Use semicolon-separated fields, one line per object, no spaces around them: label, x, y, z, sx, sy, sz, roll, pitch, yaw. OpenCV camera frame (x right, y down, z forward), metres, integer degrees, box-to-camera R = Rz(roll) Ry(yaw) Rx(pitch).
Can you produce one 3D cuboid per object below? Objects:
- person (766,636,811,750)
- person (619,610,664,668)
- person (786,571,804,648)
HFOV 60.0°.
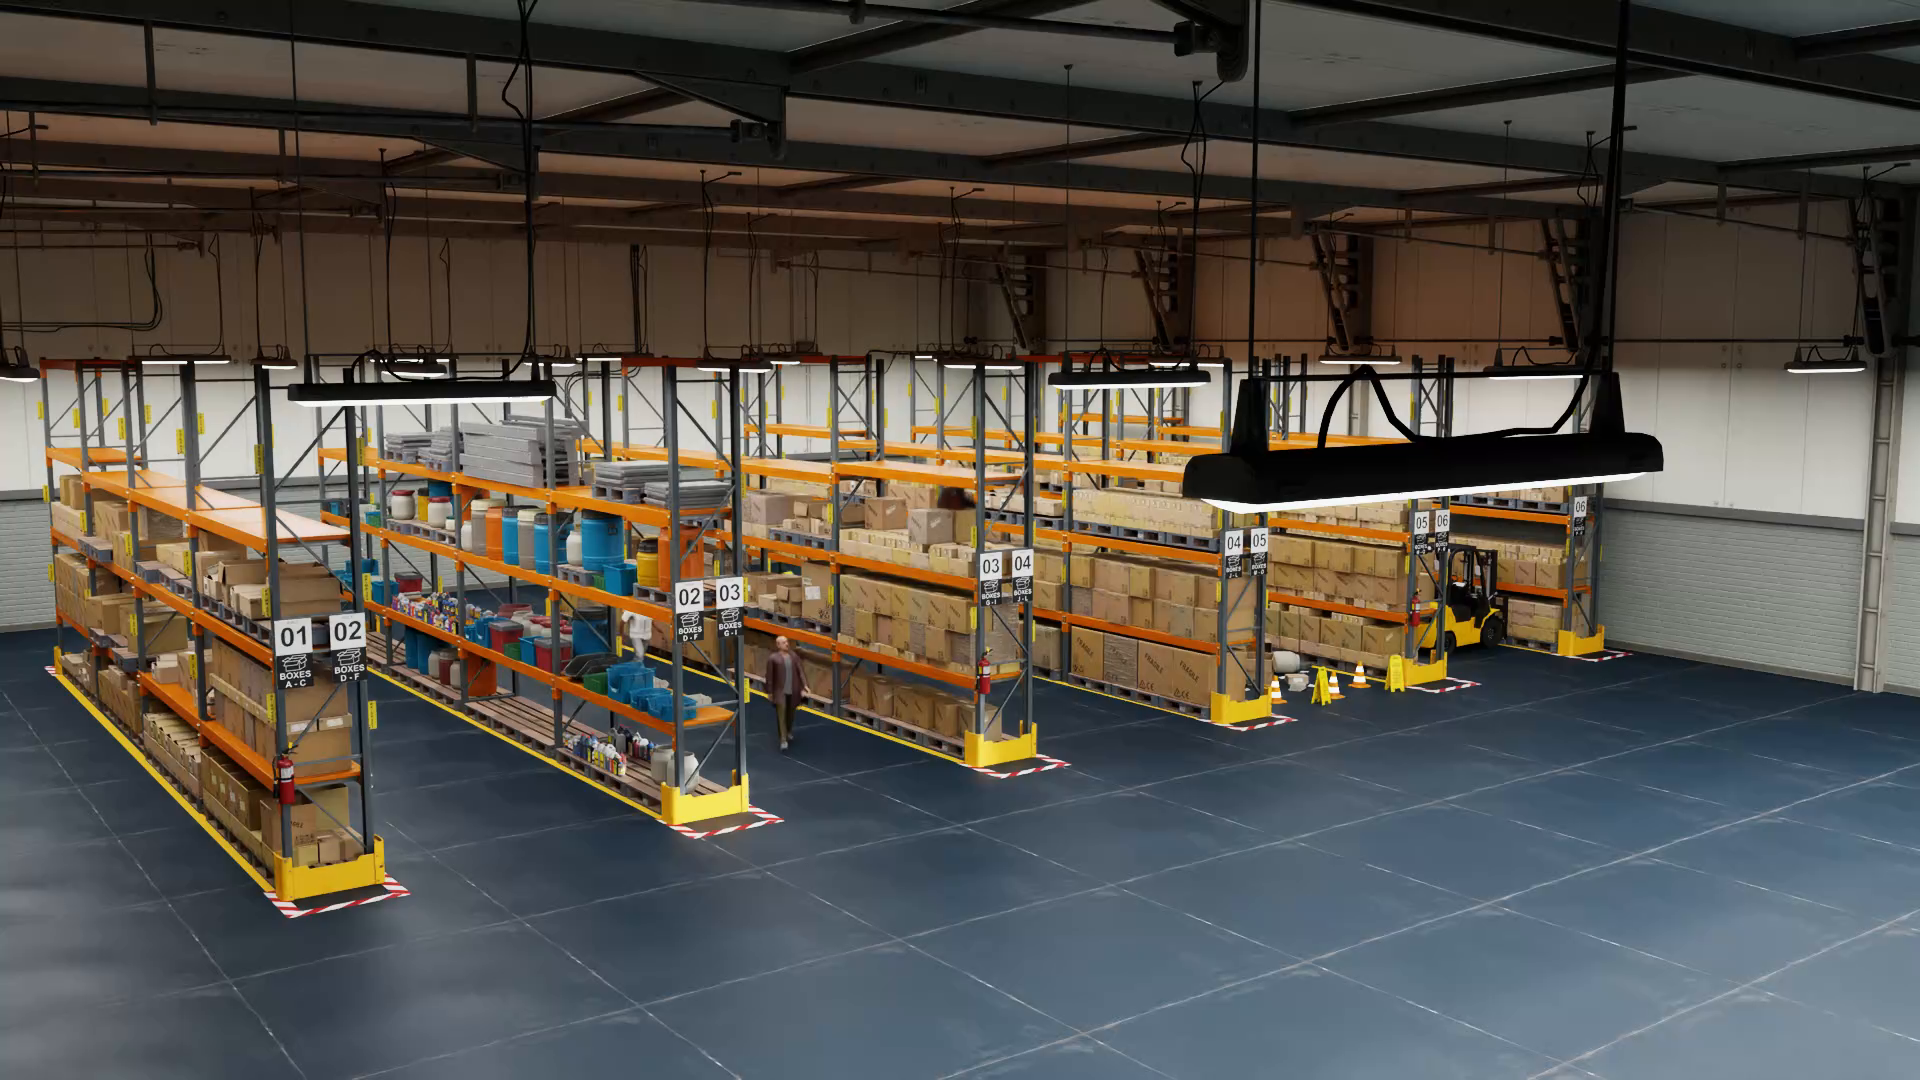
person;-2.674;2.458;25.880;0.670;1.501;1.130;-2;7;-13
person;-5.892;1.803;30.691;0.694;1.746;1.003;-5;9;-37
person;-3.368;1.485;33.281;0.609;1.729;1.013;-4;8;-31
